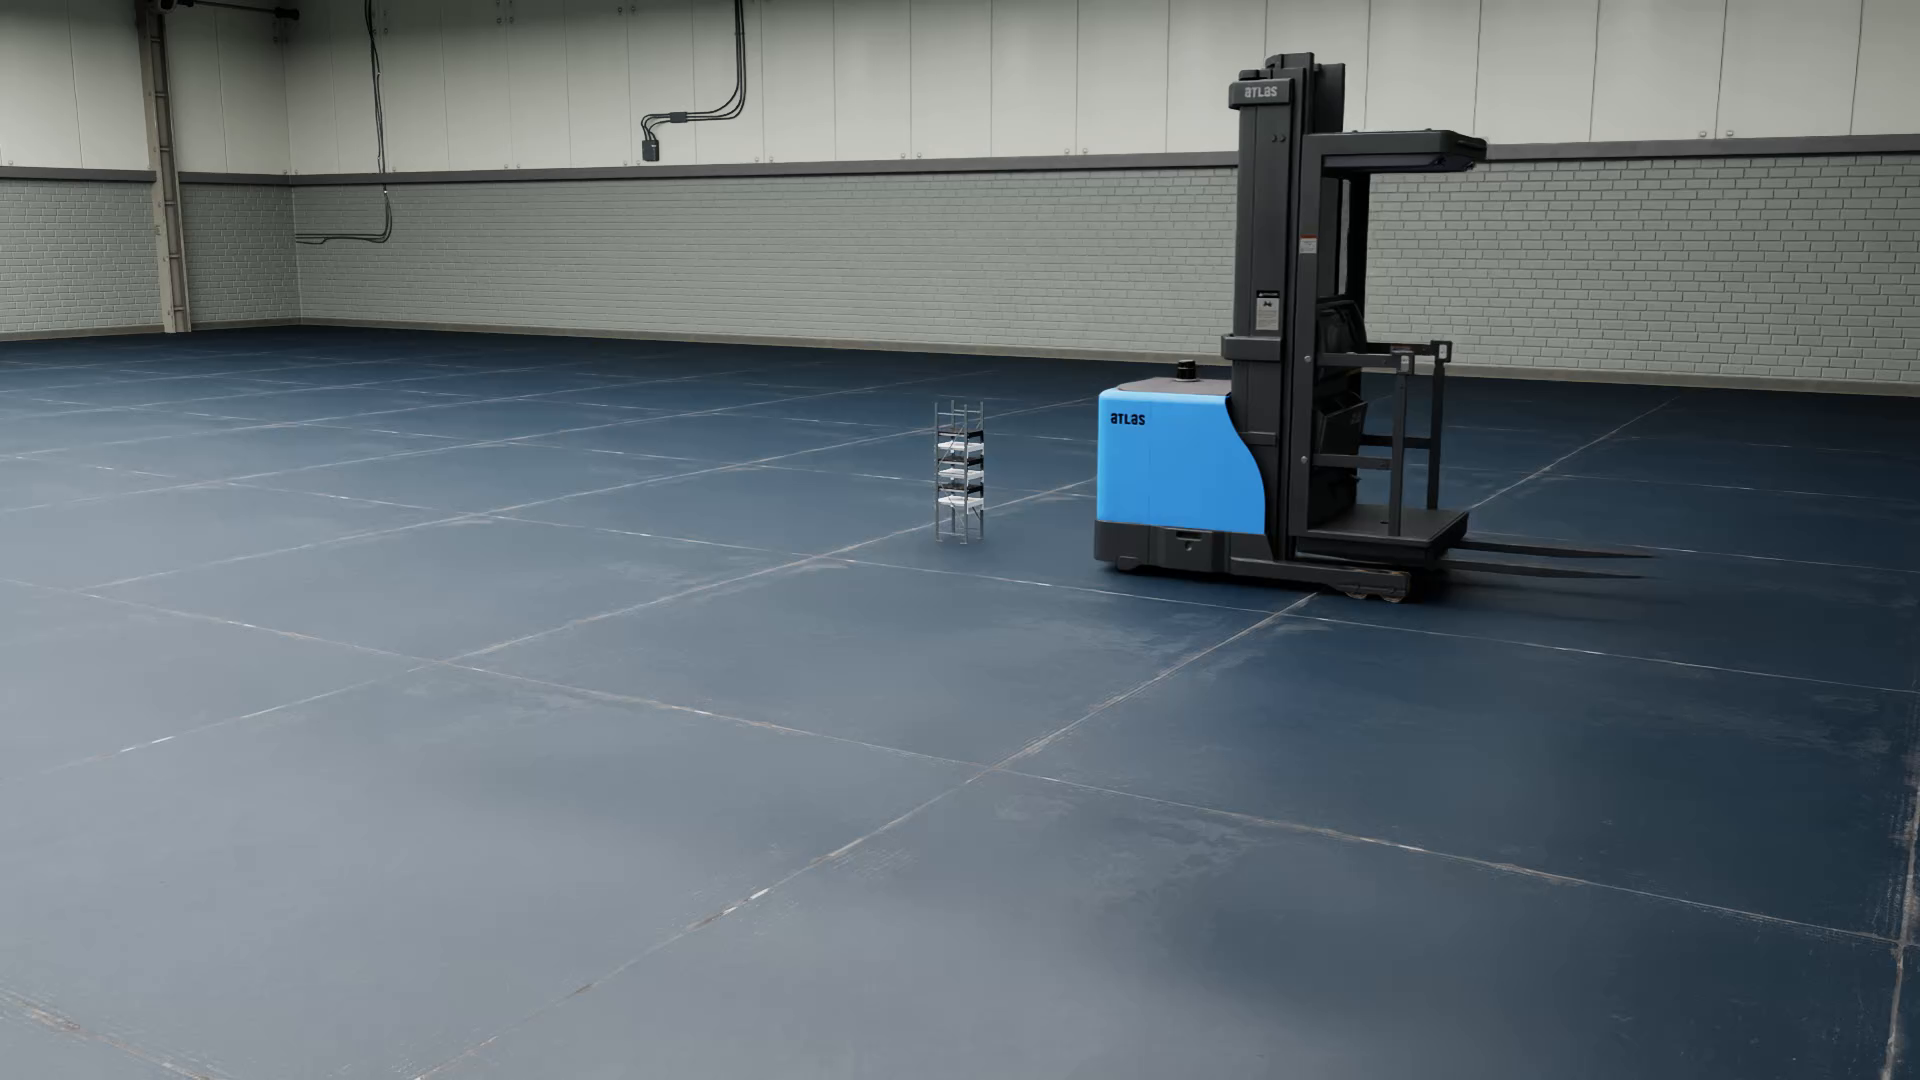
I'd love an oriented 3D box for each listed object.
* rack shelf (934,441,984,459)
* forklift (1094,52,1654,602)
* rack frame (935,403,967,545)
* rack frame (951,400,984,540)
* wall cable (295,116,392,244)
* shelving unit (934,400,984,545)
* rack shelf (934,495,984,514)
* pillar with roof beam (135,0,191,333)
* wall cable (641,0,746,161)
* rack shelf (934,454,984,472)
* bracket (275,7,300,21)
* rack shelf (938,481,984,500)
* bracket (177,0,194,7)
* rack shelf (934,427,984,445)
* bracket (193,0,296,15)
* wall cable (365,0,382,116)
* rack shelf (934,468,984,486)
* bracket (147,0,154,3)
[{"bbox_3d":[-0.004,-0.585,10.752,0.258,0.077,0.200,6,12,31],"label":"rack shelf"},{"bbox_3d":[2.346,-1.212,9.377,3.031,2.935,1.130,5,12,27],"label":"forklift"},{"bbox_3d":[-0.057,-0.425,10.694,0.240,0.900,0.006,6,12,31],"label":"rack frame"},{"bbox_3d":[0.049,-0.457,10.864,0.240,0.900,0.006,6,12,31],"label":"rack frame"},{"bbox_3d":[-12.777,-7.342,34.070,3.097,2.526,0.112,6,12,31],"label":"wall cable"},{"bbox_3d":[-0.004,-0.441,10.779,0.258,0.900,0.210,6,12,31],"label":"shelving unit"},{"bbox_3d":[-0.004,-0.231,10.818,0.258,0.077,0.200,6,12,31],"label":"rack shelf"},{"bbox_3d":[-11.758,-8.120,29.787,9.100,9.000,0.548,6,12,31],"label":"pillar with roof beam"},{"bbox_3d":[-4.672,-9.630,28.613,2.305,6.003,0.169,6,12,31],"label":"wall cable"},{"bbox_3d":[-0.004,-0.497,10.769,0.258,0.077,0.200,6,12,31],"label":"rack shelf"},{"bbox_3d":[-13.688,-10.705,33.811,0.235,0.232,0.430,6,12,31],"label":"bracket"},{"bbox_3d":[-0.004,-0.320,10.802,0.258,0.077,0.200,6,12,31],"label":"rack shelf"},{"bbox_3d":[-14.918,-10.332,31.820,0.235,0.232,0.430,6,12,31],"label":"bracket"},{"bbox_3d":[-0.004,-0.674,10.736,0.258,0.077,0.200,6,12,31],"label":"rack shelf"},{"bbox_3d":[-13.994,-10.612,33.315,0.076,0.066,3.189,6,12,31],"label":"bracket"},{"bbox_3d":[-10.465,-9.566,32.224,3.097,2.526,0.112,6,12,31],"label":"wall cable"},{"bbox_3d":[-0.004,-0.408,10.785,0.258,0.077,0.200,6,12,31],"label":"rack shelf"},{"bbox_3d":[-15.349,-10.201,31.123,0.235,0.232,0.430,6,12,31],"label":"bracket"}]
